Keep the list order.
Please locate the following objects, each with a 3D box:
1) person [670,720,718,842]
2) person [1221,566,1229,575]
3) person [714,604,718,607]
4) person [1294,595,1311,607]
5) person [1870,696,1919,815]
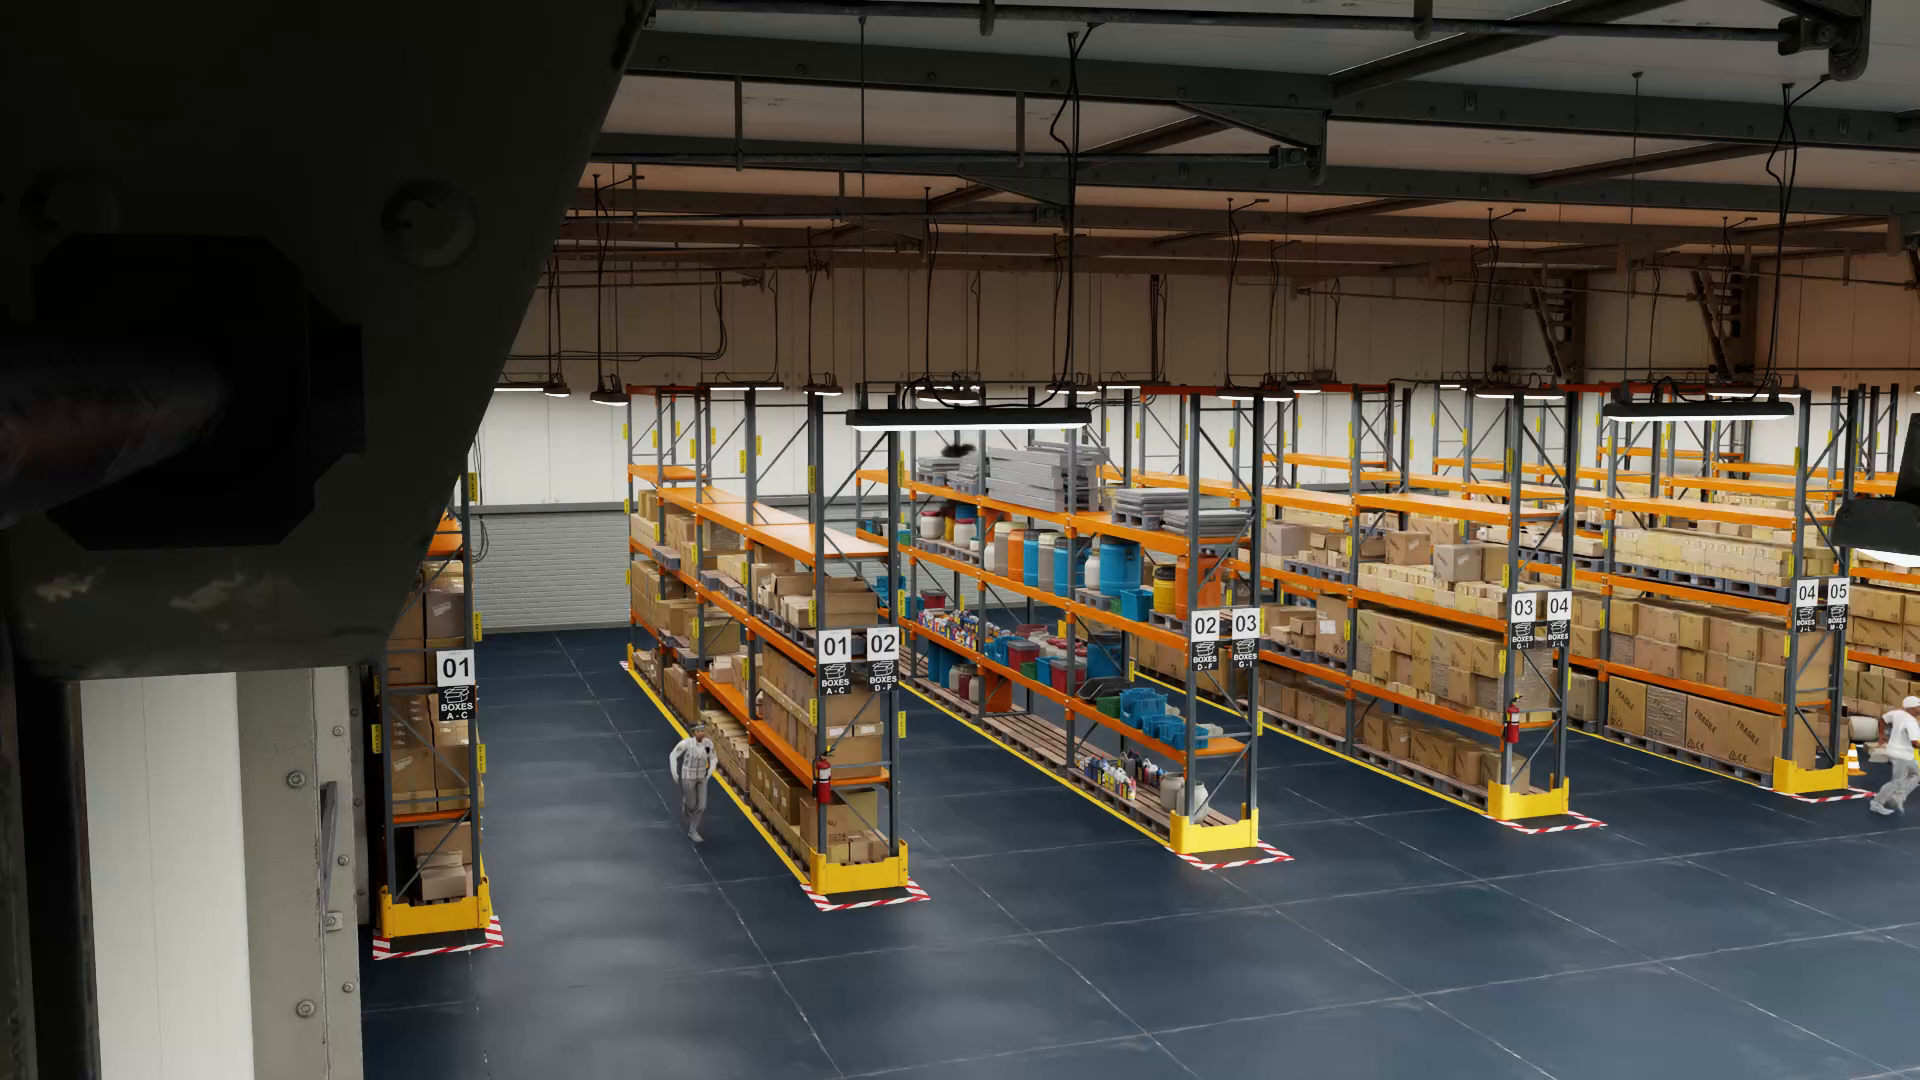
[{"bbox_3d":[-3.589,3.221,22.467,0.648,1.651,0.640,-3,7,-26],"label":"person"},{"bbox_3d":[6.146,1.407,39.152,0.712,1.825,0.927,0,6,0],"label":"person"},{"bbox_3d":[-5.309,1.798,36.476,0.630,1.503,0.676,3,7,27],"label":"person"},{"bbox_3d":[8.646,1.088,42.191,0.940,1.771,0.682,-5,8,-39],"label":"person"},{"bbox_3d":[13.298,3.032,23.426,0.779,1.712,0.739,2,6,14],"label":"person"}]
